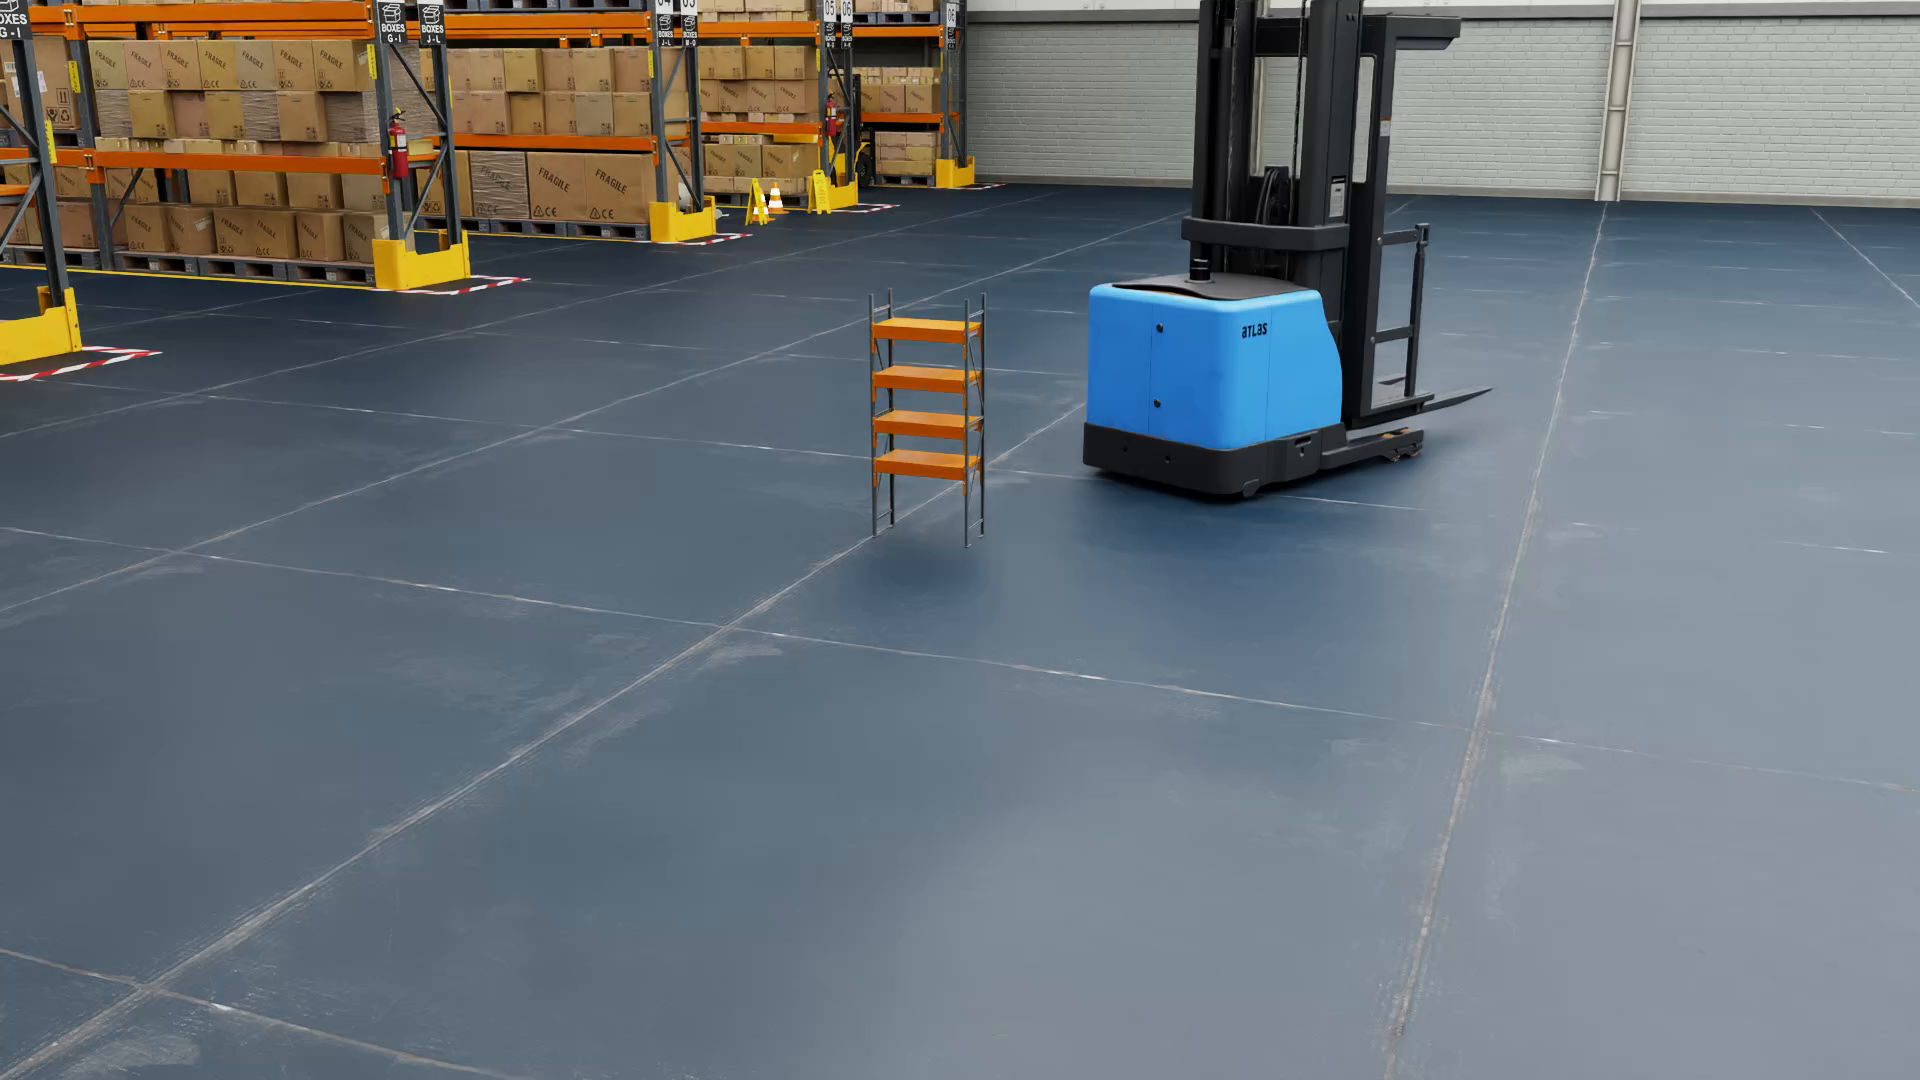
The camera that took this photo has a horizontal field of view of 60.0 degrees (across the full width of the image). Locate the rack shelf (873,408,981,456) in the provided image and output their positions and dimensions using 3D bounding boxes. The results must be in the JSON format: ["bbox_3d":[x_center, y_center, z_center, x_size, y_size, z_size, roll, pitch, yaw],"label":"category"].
[{"bbox_3d":[-0.154,-0.529,8.083,0.480,0.148,0.258,6,17,21],"label":"rack shelf"}]

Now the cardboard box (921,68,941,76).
[{"bbox_3d":[-0.520,-8.483,30.139,0.250,0.149,0.380,6,17,21],"label":"cardboard box"}]

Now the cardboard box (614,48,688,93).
[{"bbox_3d":[-3.981,-6.056,21.448,0.550,0.550,0.875,6,17,21],"label":"cardboard box"}]

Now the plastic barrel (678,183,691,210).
[{"bbox_3d":[-4.404,-5.293,25.646,0.512,0.421,0.421,-9,18,-27],"label":"plastic barrel"}]

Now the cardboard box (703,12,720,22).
[{"bbox_3d":[-3.807,-8.141,25.906,0.250,0.149,0.380,6,17,20],"label":"cardboard box"}]

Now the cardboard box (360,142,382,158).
[{"bbox_3d":[-5.904,-3.996,17.009,0.250,0.149,0.380,6,17,21],"label":"cardboard box"}]

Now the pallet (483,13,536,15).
[{"bbox_3d":[-7.150,-8.667,27.604,1.003,0.211,1.213,6,17,21],"label":"pallet"}]

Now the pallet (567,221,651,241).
[{"bbox_3d":[-4.422,-4.140,22.054,1.213,0.211,1.003,6,17,21],"label":"pallet"}]

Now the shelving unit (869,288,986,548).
[{"bbox_3d":[-0.154,-0.593,8.065,0.503,1.200,0.258,6,17,21],"label":"shelving unit"}]

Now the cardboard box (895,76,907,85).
[{"bbox_3d":[-1.003,-8.382,30.324,0.250,0.149,0.380,7,17,22],"label":"cardboard box"}]

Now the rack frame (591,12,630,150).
[{"bbox_3d":[-5.648,-7.121,27.321,0.127,3.000,1.000,6,17,21],"label":"rack frame"}]

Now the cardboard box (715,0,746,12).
[{"bbox_3d":[-3.454,-8.309,25.769,0.500,0.250,0.500,7,18,22],"label":"cardboard box"}]

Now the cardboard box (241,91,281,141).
[{"bbox_3d":[-7.024,-4.478,17.505,0.500,0.500,0.875,6,17,21],"label":"cardboard box"}]

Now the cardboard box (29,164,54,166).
[{"bbox_3d":[-13.726,-5.808,25.186,0.500,0.250,0.500,7,18,22],"label":"cardboard box"}]

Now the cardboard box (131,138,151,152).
[{"bbox_3d":[-8.724,-4.282,17.995,0.250,0.149,0.380,6,17,21],"label":"cardboard box"}]

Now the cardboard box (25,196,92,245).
[{"bbox_3d":[-10.285,-3.683,19.175,0.500,0.500,0.700,6,17,20],"label":"cardboard box"}]

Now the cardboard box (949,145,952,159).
[{"bbox_3d":[-0.471,-7.222,30.954,0.500,0.250,0.500,7,17,22],"label":"cardboard box"}]

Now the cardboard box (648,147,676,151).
[{"bbox_3d":[-4.696,-6.180,26.914,0.500,0.500,0.500,7,18,23],"label":"cardboard box"}]

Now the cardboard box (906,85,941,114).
[{"bbox_3d":[-0.664,-8.029,30.272,0.500,0.500,0.500,6,17,19],"label":"cardboard box"}]

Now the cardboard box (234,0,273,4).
[{"bbox_3d":[-7.044,-5.598,16.965,0.500,0.250,0.500,7,17,22],"label":"cardboard box"}]

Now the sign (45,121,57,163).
[{"bbox_3d":[-7.175,-3.132,13.085,0.005,0.325,0.100,6,17,21],"label":"sign"}]

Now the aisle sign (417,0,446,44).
[{"bbox_3d":[-5.396,-5.461,16.942,0.004,0.787,0.394,6,17,21],"label":"aisle sign"}]

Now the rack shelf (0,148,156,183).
[{"bbox_3d":[-11.145,-4.410,19.273,4.000,0.370,1.077,6,17,21],"label":"rack shelf"}]

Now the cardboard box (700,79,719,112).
[{"bbox_3d":[-3.926,-7.048,26.357,0.500,0.500,0.500,6,17,21],"label":"cardboard box"}]

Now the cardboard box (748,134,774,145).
[{"bbox_3d":[-3.134,-6.299,26.160,0.250,0.149,0.380,7,18,22],"label":"cardboard box"}]

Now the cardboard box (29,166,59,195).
[{"bbox_3d":[-13.730,-5.448,25.290,0.500,0.500,0.500,7,18,23],"label":"cardboard box"}]

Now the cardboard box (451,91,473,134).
[{"bbox_3d":[-6.503,-5.813,22.549,0.550,0.550,0.875,6,17,21],"label":"cardboard box"}]

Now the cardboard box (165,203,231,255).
[{"bbox_3d":[-8.392,-3.444,18.386,0.500,0.500,0.500,13,21,38],"label":"cardboard box"}]

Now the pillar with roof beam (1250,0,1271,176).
[{"bbox_3d":[3.575,-9.455,24.601,0.400,9.000,9.100,6,17,21],"label":"pillar with roof beam"}]

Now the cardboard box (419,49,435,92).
[{"bbox_3d":[-7.040,-6.370,22.531,0.550,0.550,0.875,6,17,21],"label":"cardboard box"}]

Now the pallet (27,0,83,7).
[{"bbox_3d":[-9.820,-5.992,18.388,1.003,0.211,1.213,6,17,21],"label":"pallet"}]

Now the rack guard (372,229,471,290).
[{"bbox_3d":[-5.634,-2.949,17.433,0.348,0.500,1.175,6,17,21],"label":"rack guard"}]

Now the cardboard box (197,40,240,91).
[{"bbox_3d":[-7.559,-4.959,17.369,0.500,0.500,0.500,6,17,21],"label":"cardboard box"}]

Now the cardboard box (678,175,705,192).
[{"bbox_3d":[-4.203,-5.766,26.834,0.500,0.250,0.500,6,17,20],"label":"cardboard box"}]

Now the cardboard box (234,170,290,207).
[{"bbox_3d":[-9.744,-5.183,23.928,0.750,0.750,1.050,7,17,21],"label":"cardboard box"}]

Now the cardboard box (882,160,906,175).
[{"bbox_3d":[-1.122,-6.900,30.739,0.500,0.250,0.500,6,17,21],"label":"cardboard box"}]

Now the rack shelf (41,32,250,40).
[{"bbox_3d":[-14.951,-9.239,30.527,4.000,0.370,1.077,6,17,21],"label":"rack shelf"}]

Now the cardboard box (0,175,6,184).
[{"bbox_3d":[-15.033,-5.740,26.393,0.250,0.149,0.380,7,18,23],"label":"cardboard box"}]

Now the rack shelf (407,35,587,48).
[{"bbox_3d":[-9.412,-10.117,33.553,4.000,0.370,1.077,6,17,21],"label":"rack shelf"}]

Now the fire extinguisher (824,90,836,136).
[{"bbox_3d":[-1.990,-6.543,25.470,0.183,0.674,0.296,6,17,21],"label":"fire extinguisher"}]

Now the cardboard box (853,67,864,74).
[{"bbox_3d":[-1.949,-8.639,30.675,0.250,0.149,0.380,7,17,21],"label":"cardboard box"}]

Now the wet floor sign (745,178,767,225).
[{"bbox_3d":[-2.896,-4.797,23.541,0.232,0.644,0.267,3,17,11],"label":"wet floor sign"}]

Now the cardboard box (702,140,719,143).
[{"bbox_3d":[-4.051,-6.268,27.216,0.500,0.500,0.500,7,18,24],"label":"cardboard box"}]

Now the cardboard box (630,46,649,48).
[{"bbox_3d":[-4.852,-7.632,26.578,0.500,0.500,0.700,6,17,21],"label":"cardboard box"}]

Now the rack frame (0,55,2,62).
[{"bbox_3d":[-14.813,-6.645,25.682,0.127,3.000,1.000,6,17,21],"label":"rack frame"}]

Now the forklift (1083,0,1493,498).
[{"bbox_3d":[2.118,-1.959,9.664,3.031,2.935,1.130,-15,22,-41],"label":"forklift"}]

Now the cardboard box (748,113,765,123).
[{"bbox_3d":[-3.111,-6.621,26.051,0.250,0.149,0.380,7,17,22],"label":"cardboard box"}]

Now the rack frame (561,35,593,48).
[{"bbox_3d":[-7.552,-8.817,33.166,0.127,3.000,1.000,6,17,21],"label":"rack frame"}]

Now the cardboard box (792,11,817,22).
[{"bbox_3d":[-2.362,-7.995,25.404,0.250,0.149,0.380,6,17,21],"label":"cardboard box"}]

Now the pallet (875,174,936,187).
[{"bbox_3d":[-0.836,-6.727,30.968,1.213,0.211,1.003,6,17,21],"label":"pallet"}]

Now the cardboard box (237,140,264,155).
[{"bbox_3d":[-7.338,-4.122,17.444,0.250,0.149,0.380,6,17,21],"label":"cardboard box"}]
